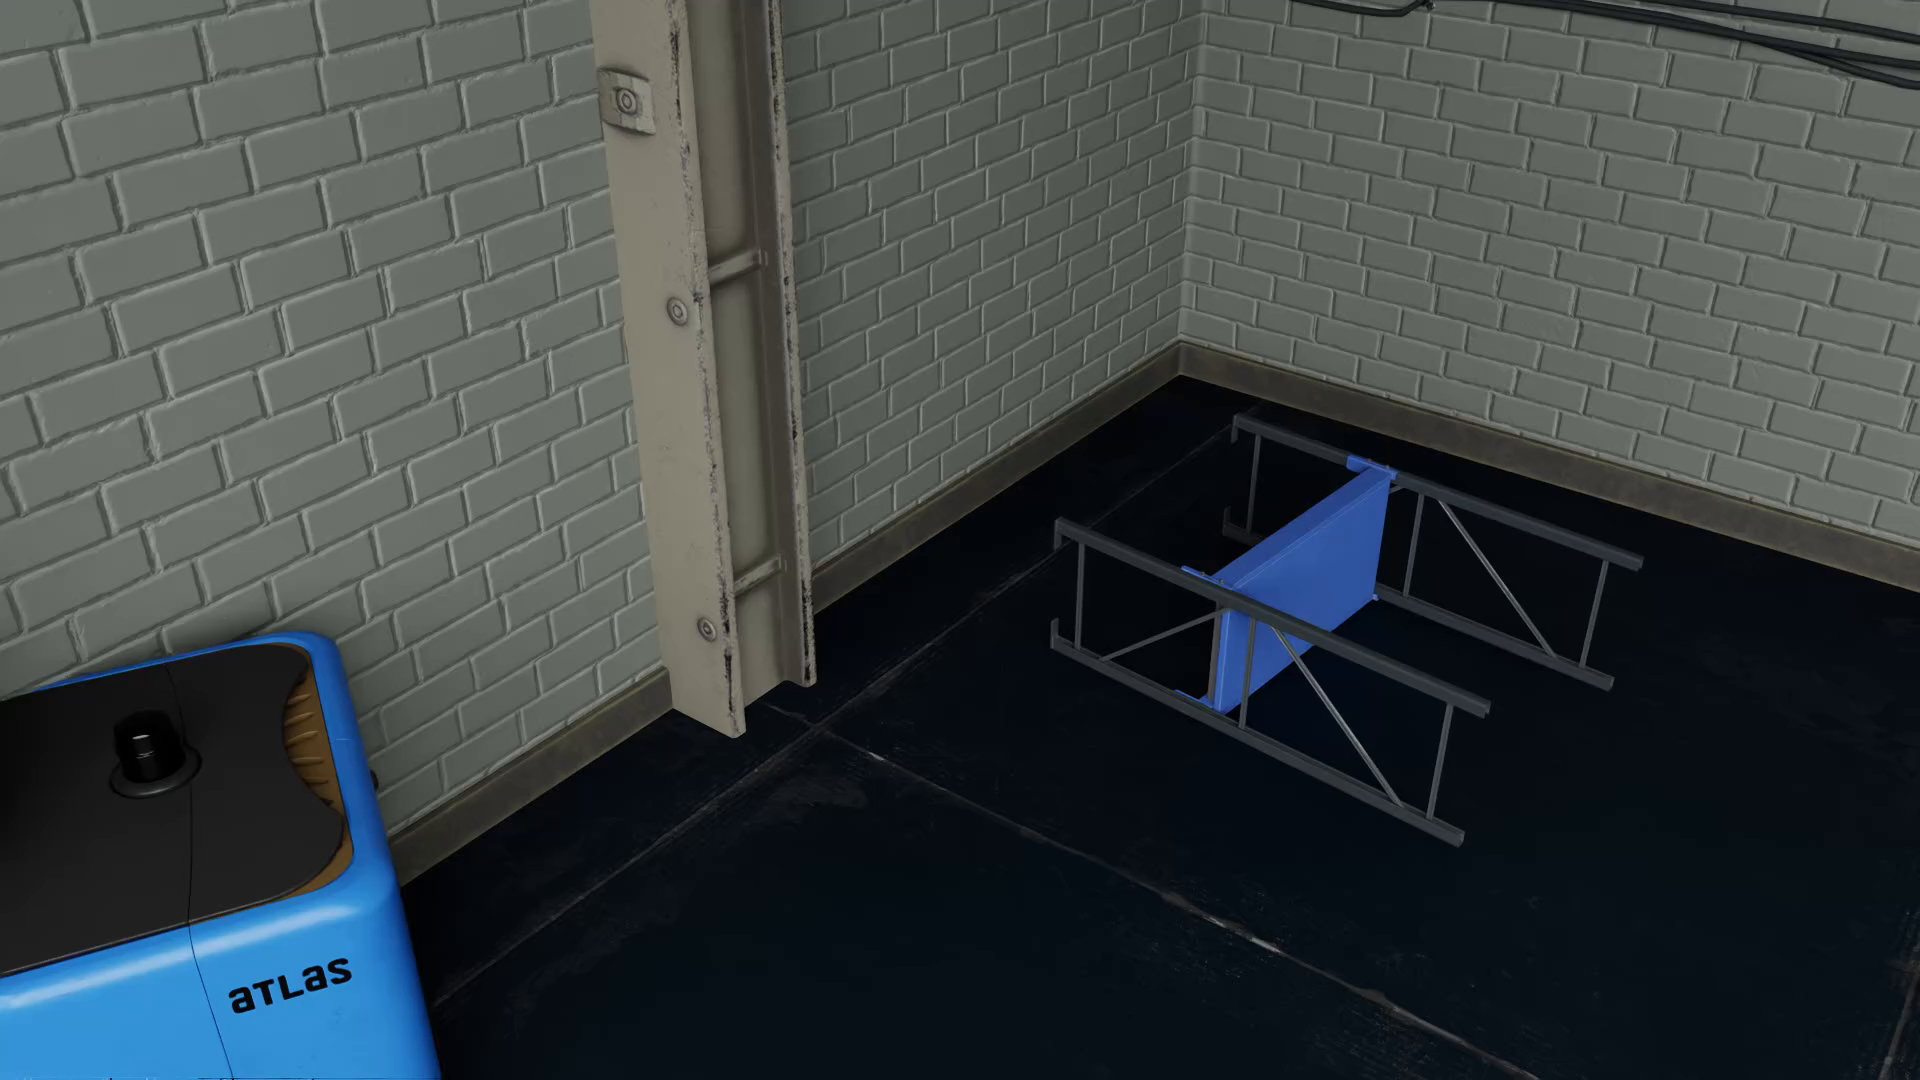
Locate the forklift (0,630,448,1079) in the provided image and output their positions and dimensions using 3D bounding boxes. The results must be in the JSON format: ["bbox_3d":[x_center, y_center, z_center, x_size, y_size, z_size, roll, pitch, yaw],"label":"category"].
[{"bbox_3d":[-2.611,0.389,2.718,3.031,2.935,1.130,-13,33,-21],"label":"forklift"}]

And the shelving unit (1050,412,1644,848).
[{"bbox_3d":[1.211,0.208,5.372,1.500,0.538,1.048,25,39,35],"label":"shelving unit"}]

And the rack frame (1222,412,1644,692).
[{"bbox_3d":[1.551,0.015,5.696,1.500,0.500,0.032,25,39,35],"label":"rack frame"}]

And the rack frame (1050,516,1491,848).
[{"bbox_3d":[0.870,0.400,5.047,1.500,0.500,0.032,25,39,35],"label":"rack frame"}]

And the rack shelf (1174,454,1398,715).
[{"bbox_3d":[1.077,0.146,5.475,0.185,0.538,1.000,25,39,35],"label":"rack shelf"}]

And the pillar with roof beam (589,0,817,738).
[{"bbox_3d":[2.725,-2.052,0.886,9.100,9.000,0.400,21,37,31],"label":"pillar with roof beam"}]
